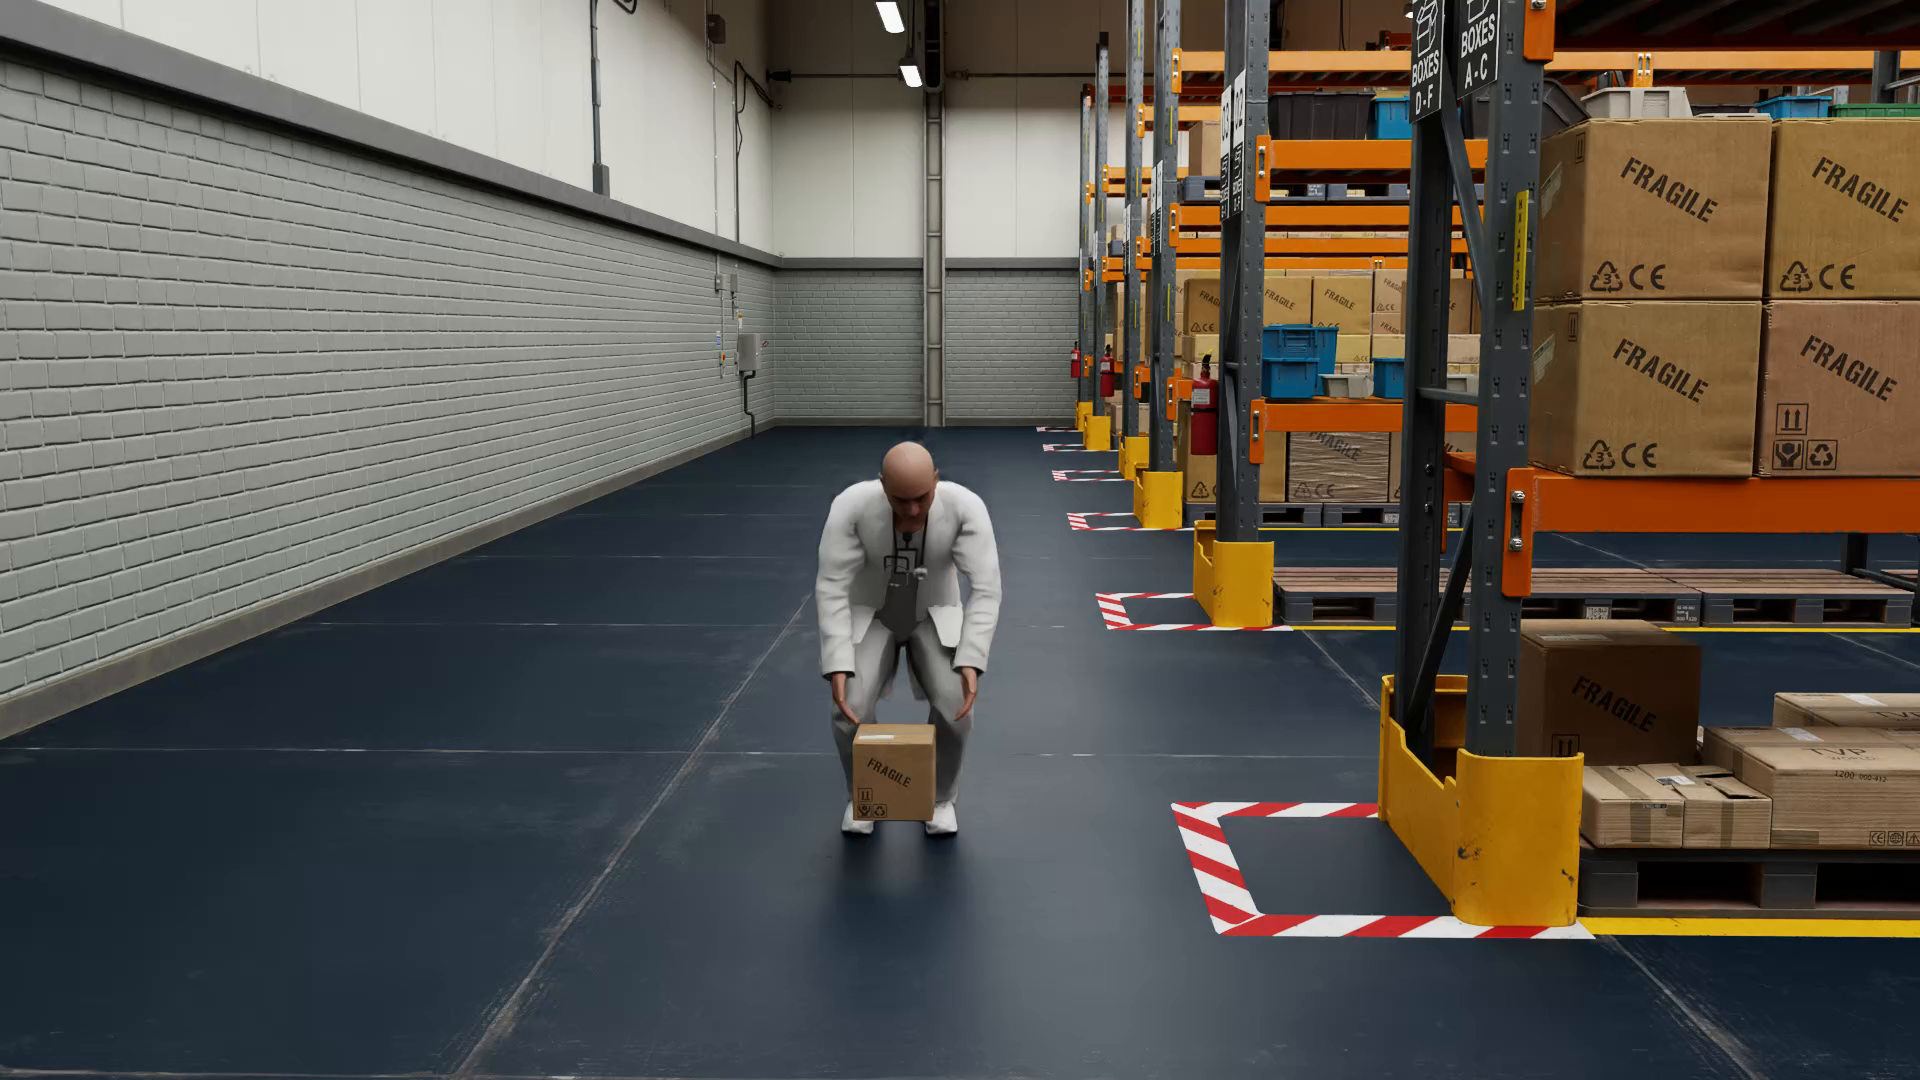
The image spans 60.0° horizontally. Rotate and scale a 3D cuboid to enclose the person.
[{"bbox_3d":[-0.173,0.327,5.704,0.633,1.365,0.749,0,7,1],"label":"person"}]
